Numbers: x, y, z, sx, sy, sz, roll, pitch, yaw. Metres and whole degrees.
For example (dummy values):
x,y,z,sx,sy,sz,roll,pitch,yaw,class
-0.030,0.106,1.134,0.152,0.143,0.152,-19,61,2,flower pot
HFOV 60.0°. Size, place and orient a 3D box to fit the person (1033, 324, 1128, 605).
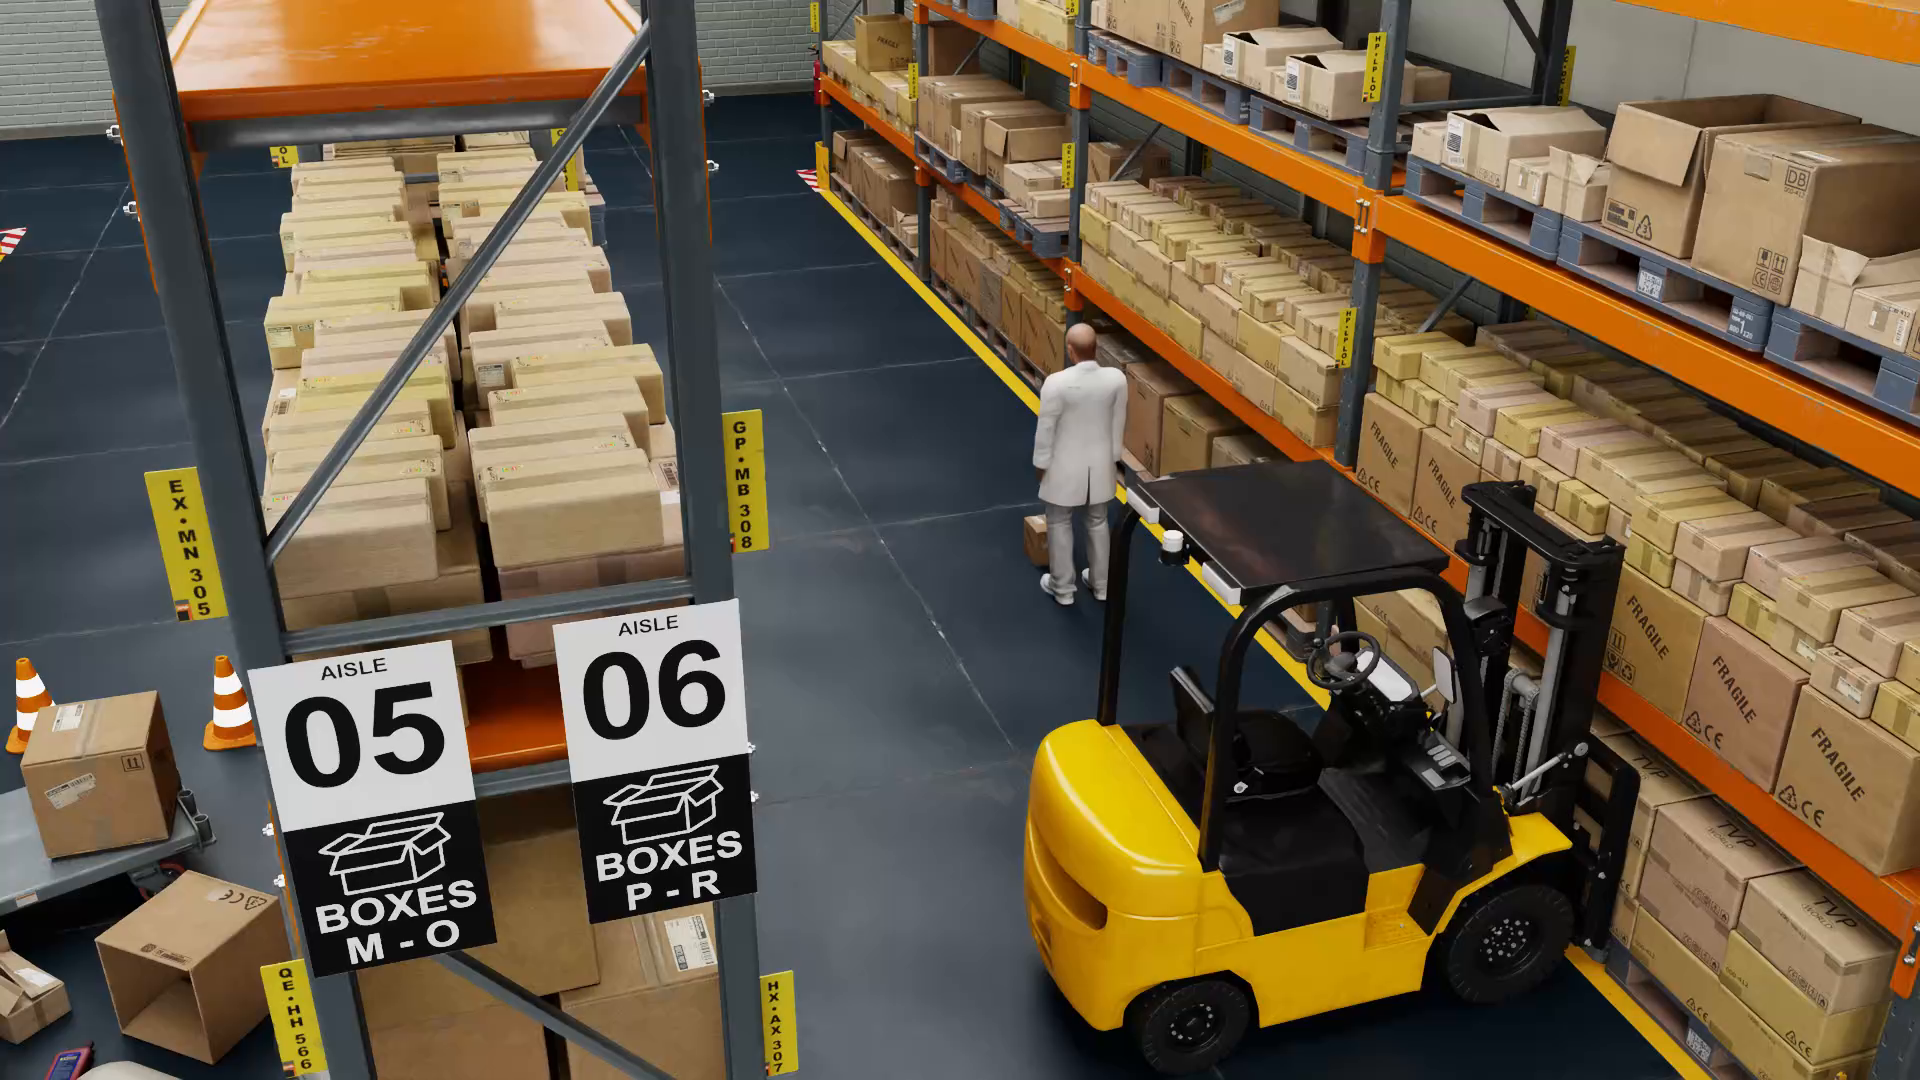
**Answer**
x,y,z,sx,sy,sz,roll,pitch,yaw,class
0.710,-0.468,10.099,0.562,1.774,0.383,-7,27,-15,person
